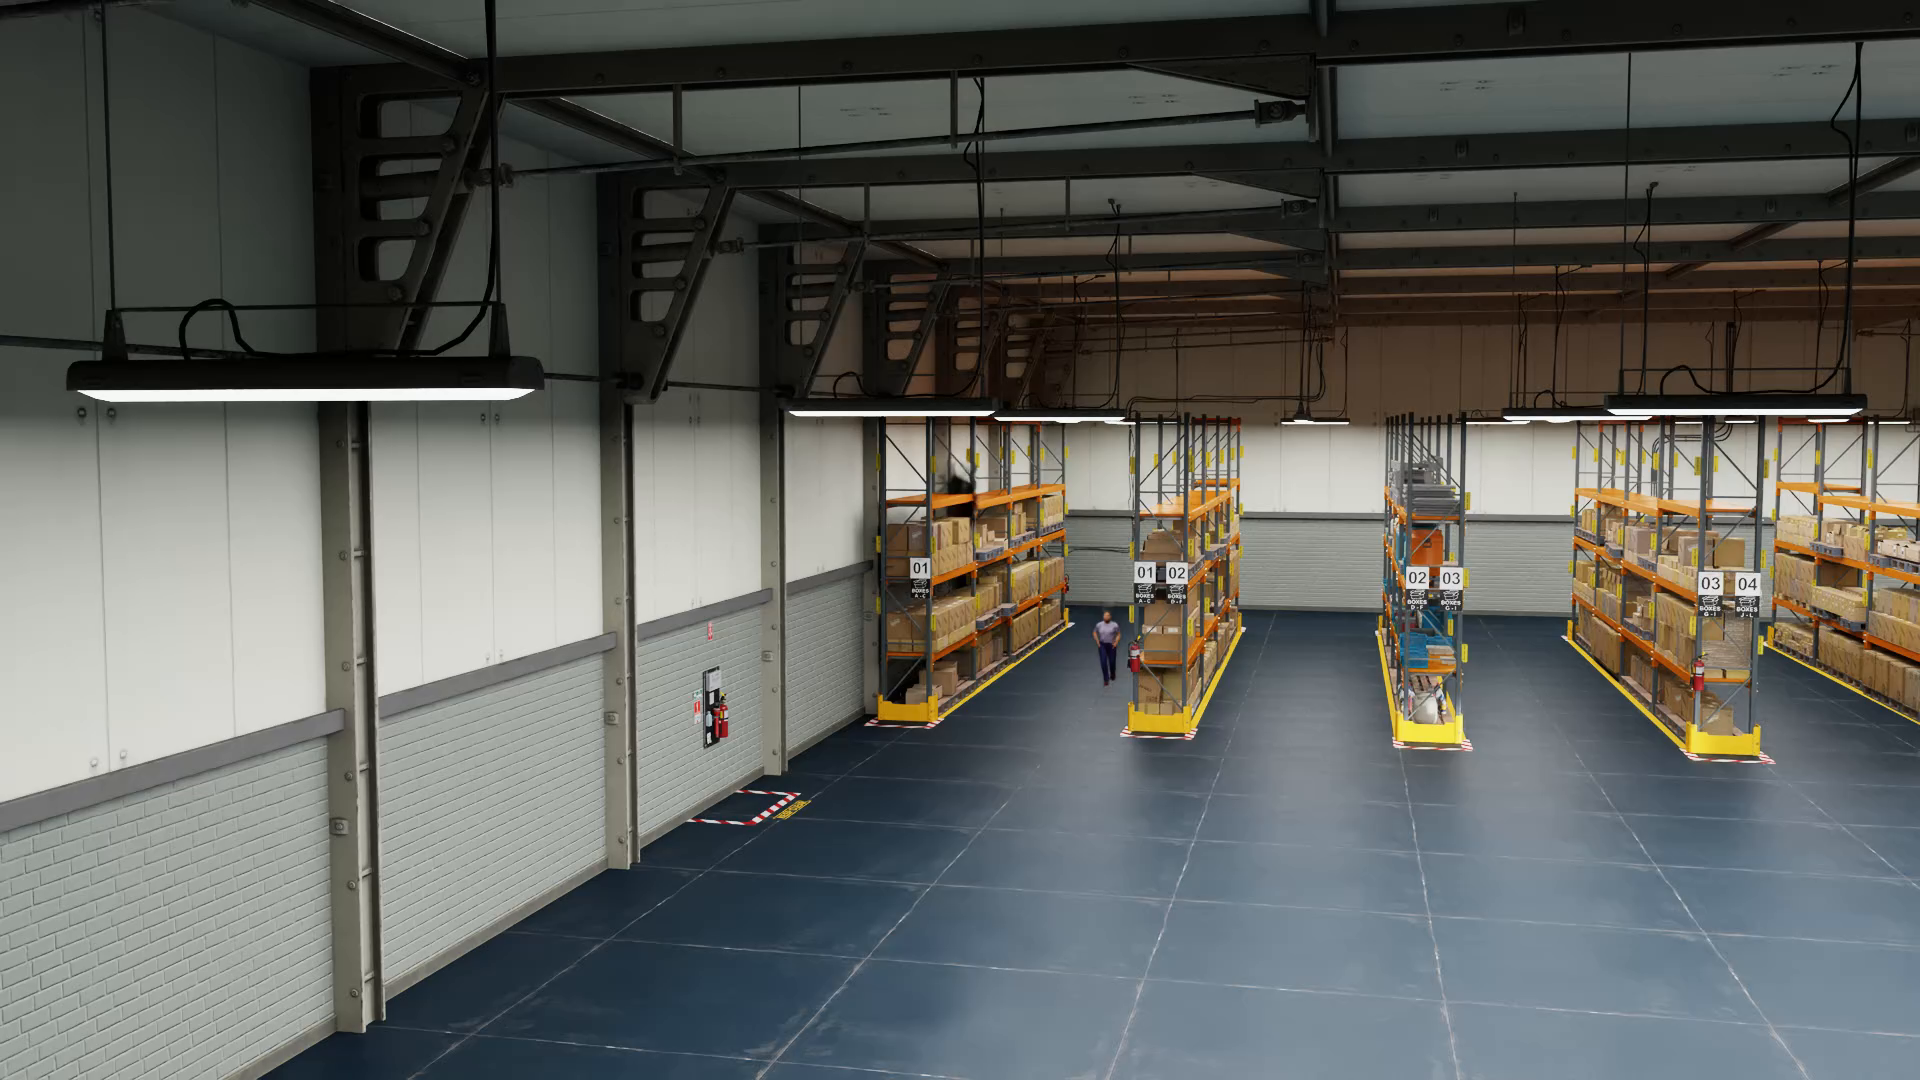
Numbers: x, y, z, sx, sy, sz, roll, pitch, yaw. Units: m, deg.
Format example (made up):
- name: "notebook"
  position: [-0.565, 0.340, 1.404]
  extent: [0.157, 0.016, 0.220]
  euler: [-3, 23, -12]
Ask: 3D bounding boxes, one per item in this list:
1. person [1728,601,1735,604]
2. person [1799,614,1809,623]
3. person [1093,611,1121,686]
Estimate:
- name: "person"
  position: [19.649, 2.005, 42.185]
  extent: [0.605, 1.722, 0.870]
  euler: [1, 4, 14]
- name: "person"
  position: [22.699, 1.854, 44.531]
  extent: [0.729, 1.710, 0.578]
  euler: [-3, 5, -37]
- name: "person"
  position: [3.207, 2.350, 36.354]
  extent: [0.614, 1.618, 0.598]
  euler: [0, 4, 7]
